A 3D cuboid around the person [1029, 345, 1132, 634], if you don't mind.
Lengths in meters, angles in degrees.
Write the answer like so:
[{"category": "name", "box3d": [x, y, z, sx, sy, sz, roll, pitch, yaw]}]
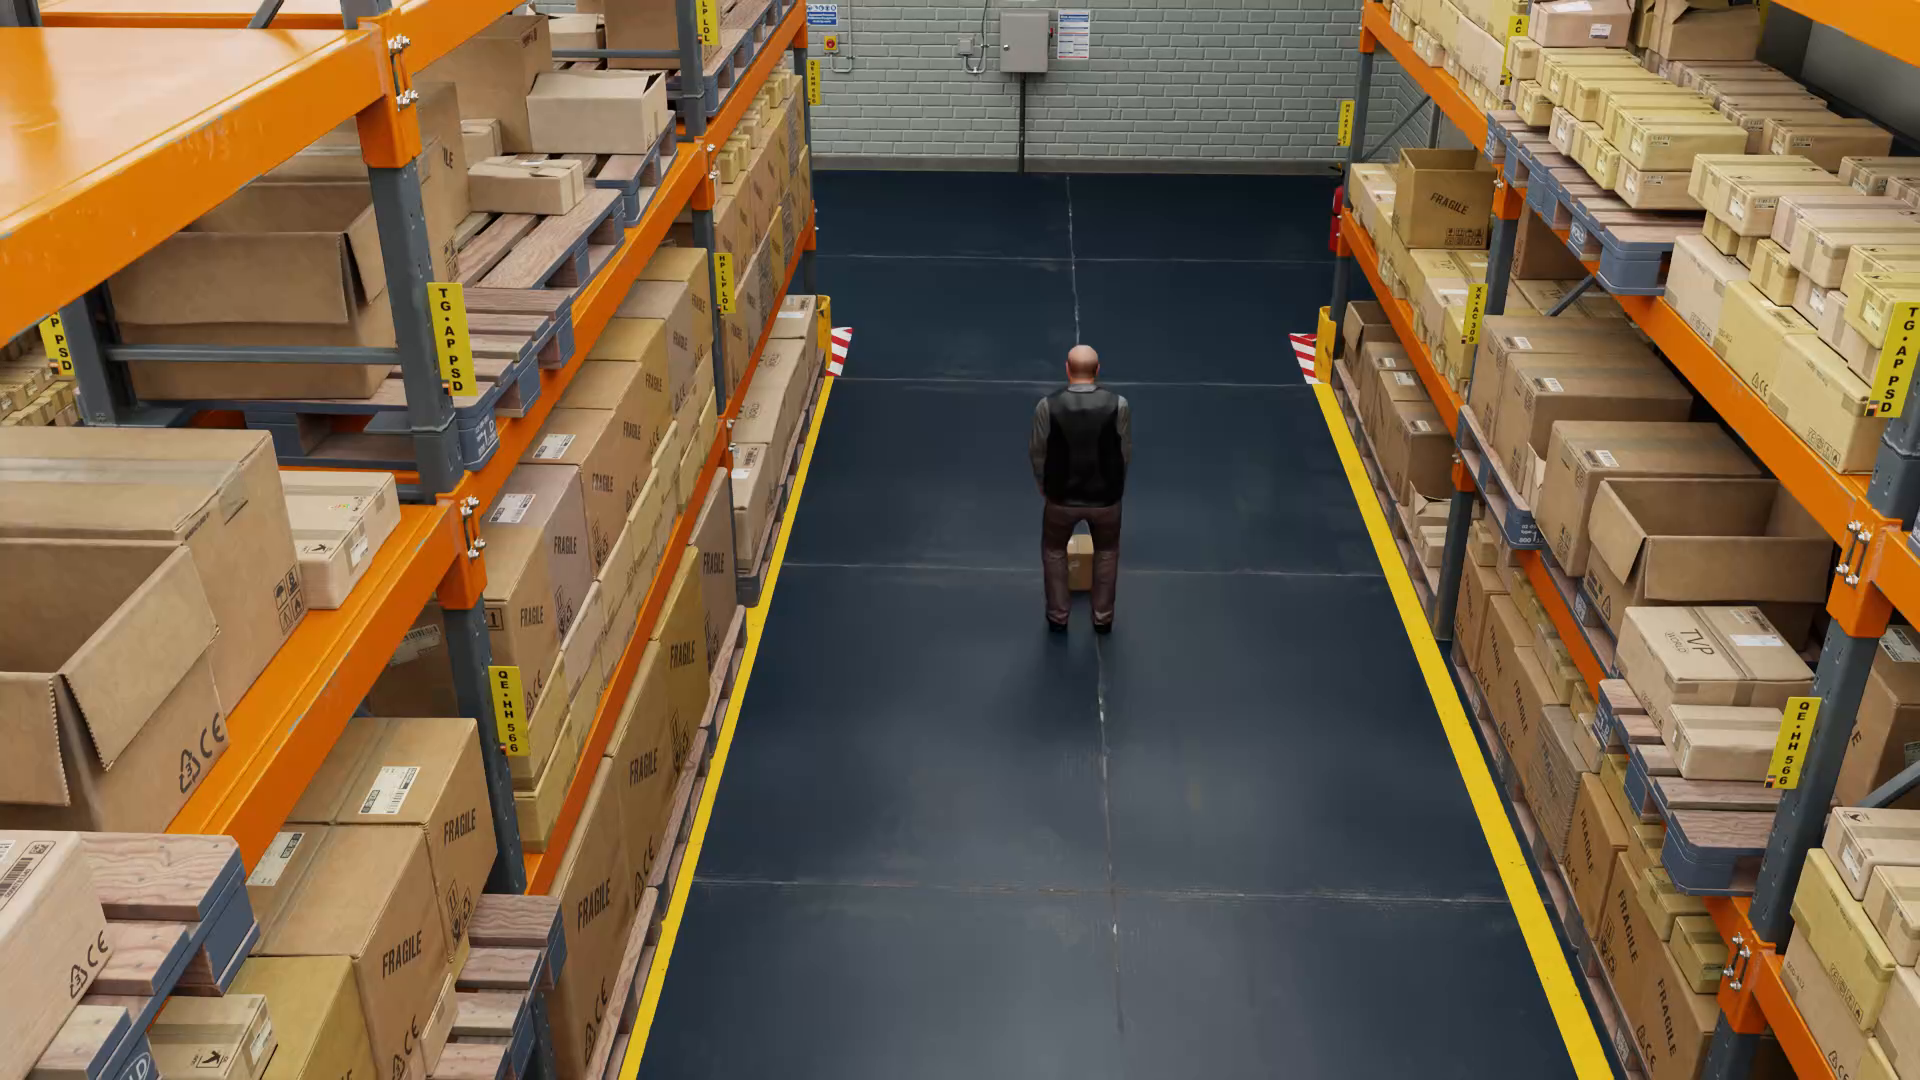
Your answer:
[{"category": "person", "box3d": [0.657, -0.261, 9.222, 0.563, 1.658, 0.426, 2, 28, 3]}]
